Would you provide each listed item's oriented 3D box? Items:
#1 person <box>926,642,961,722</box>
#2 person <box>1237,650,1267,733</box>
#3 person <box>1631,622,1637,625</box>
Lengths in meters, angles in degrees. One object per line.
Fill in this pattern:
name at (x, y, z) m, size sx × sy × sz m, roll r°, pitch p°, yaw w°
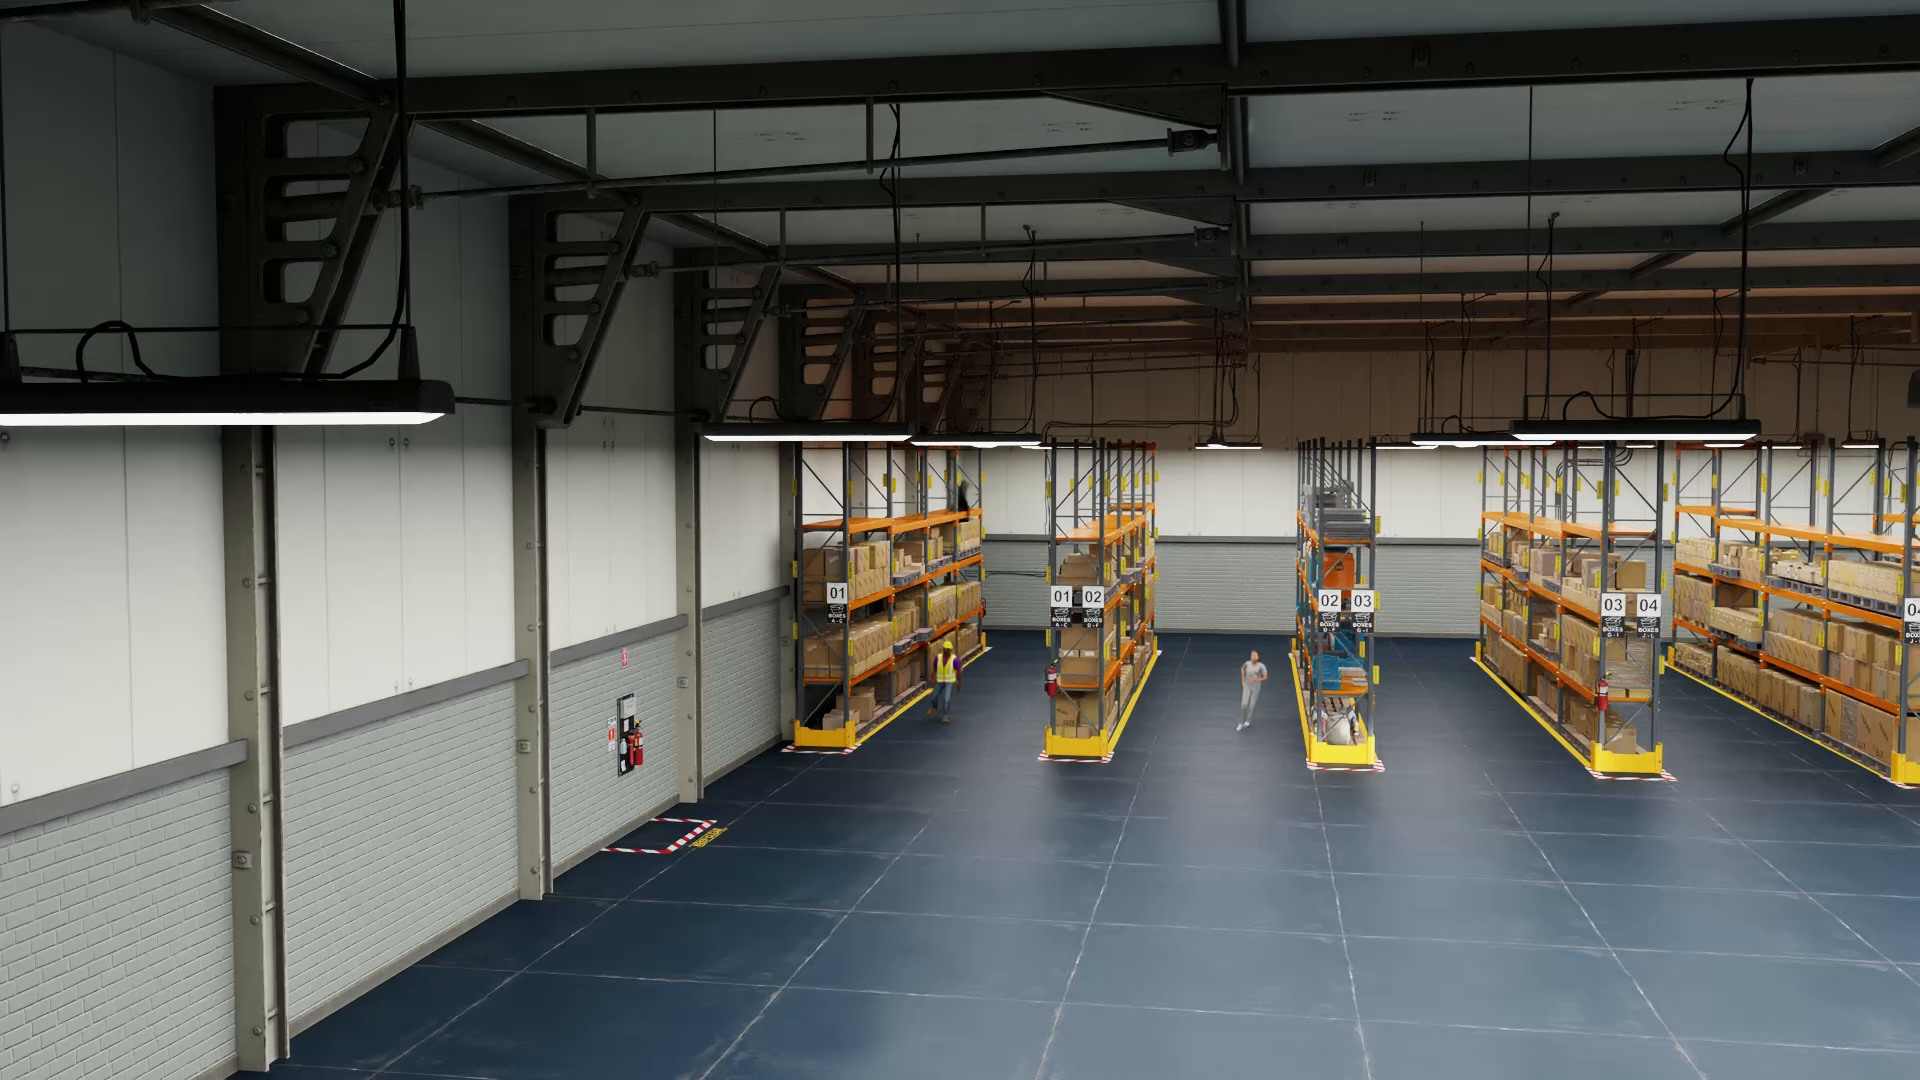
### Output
person at (-0.364, 3.000, 35.279) m, size 0.832 × 1.693 × 0.556 m, roll 1°, pitch 3°, yaw 14°
person at (6.024, 3.087, 34.152) m, size 0.589 × 1.707 × 0.723 m, roll 1°, pitch 3°, yaw 16°
person at (17.876, 2.533, 44.695) m, size 0.701 × 1.718 × 0.845 m, roll 3°, pitch 4°, yaw 42°
